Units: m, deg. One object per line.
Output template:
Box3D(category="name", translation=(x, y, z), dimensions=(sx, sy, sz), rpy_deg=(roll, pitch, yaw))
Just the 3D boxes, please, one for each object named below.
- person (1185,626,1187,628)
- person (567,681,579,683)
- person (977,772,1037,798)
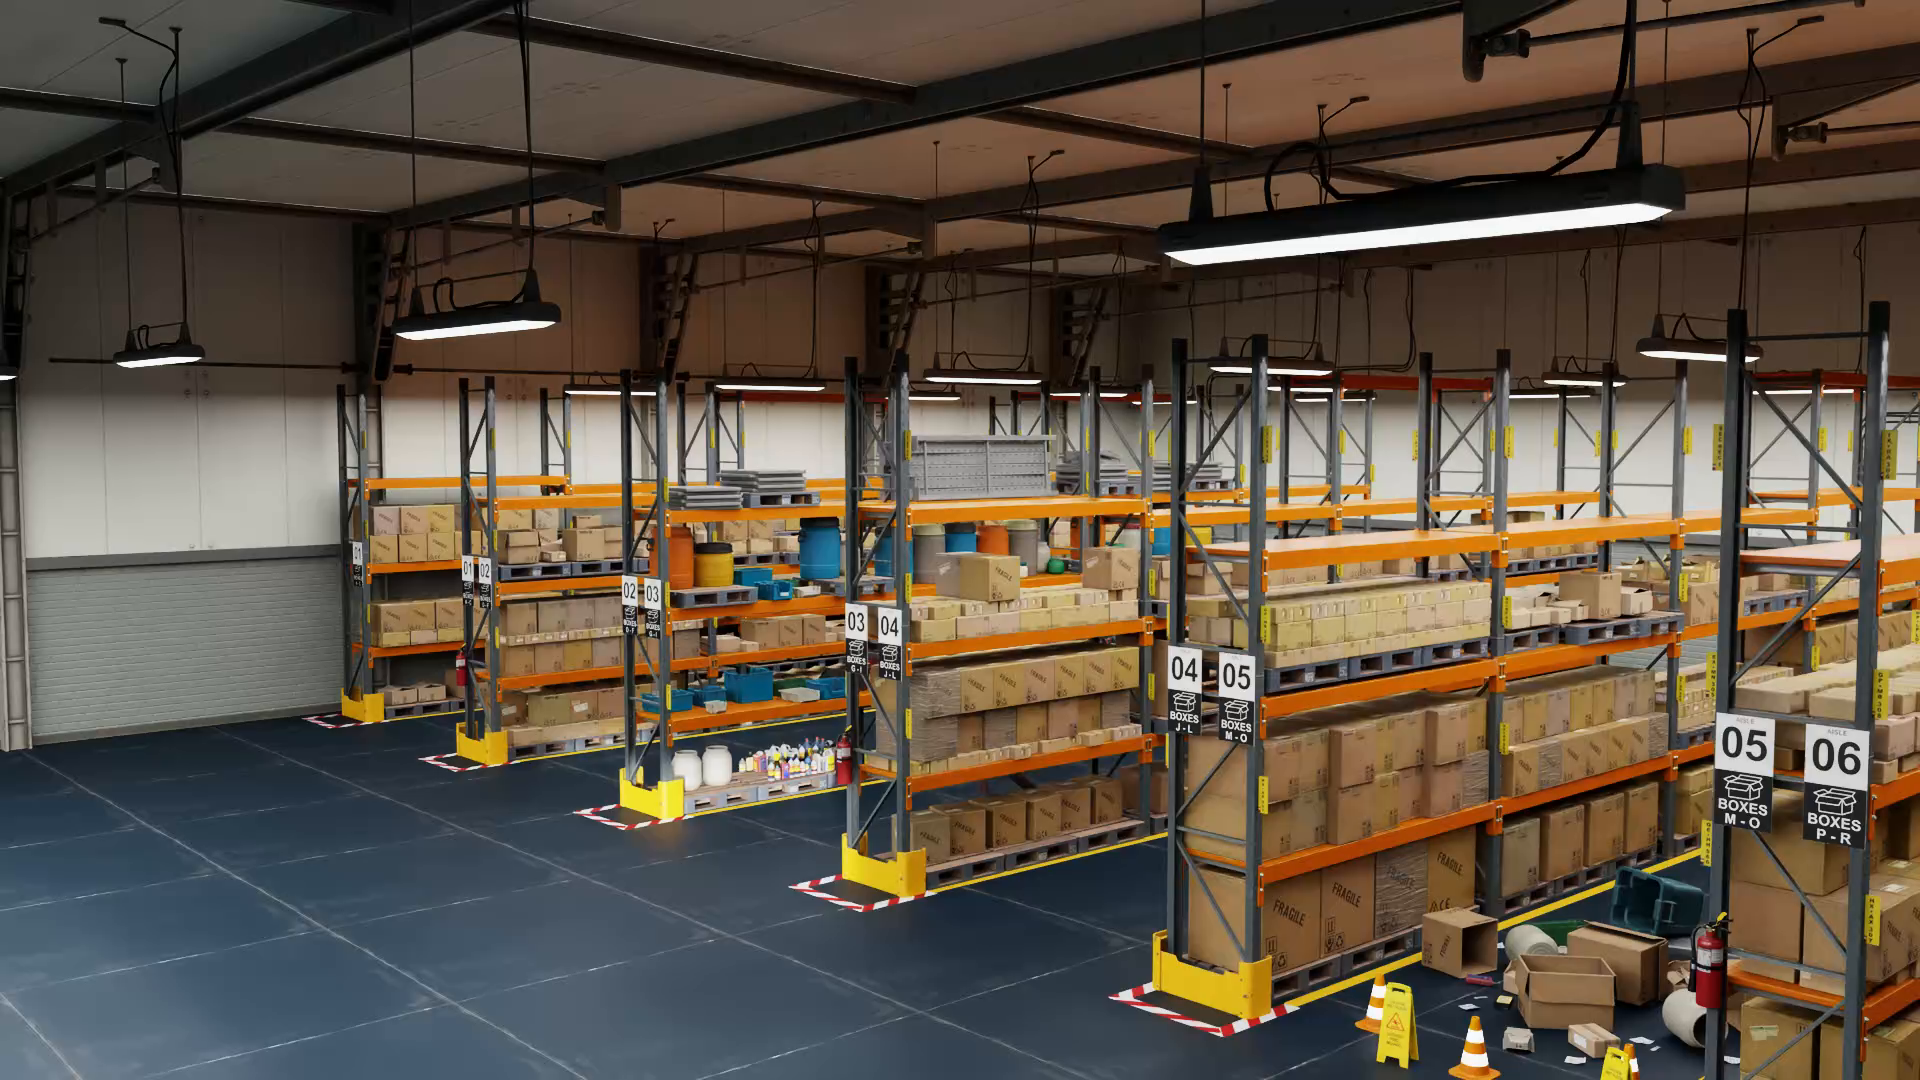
Box3D(category="person", translation=(4.252, 1.948, 32.130), dimensions=(0.777, 1.724, 0.751), rpy_deg=(0, 4, -3))
Box3D(category="person", translation=(-6.756, 2.498, 29.178), dimensions=(0.605, 1.516, 0.591), rpy_deg=(2, 4, 31))
Box3D(category="person", translation=(0.606, 2.874, 22.658), dimensions=(1.085, 1.535, 0.644), rpy_deg=(-2, 4, -23))
